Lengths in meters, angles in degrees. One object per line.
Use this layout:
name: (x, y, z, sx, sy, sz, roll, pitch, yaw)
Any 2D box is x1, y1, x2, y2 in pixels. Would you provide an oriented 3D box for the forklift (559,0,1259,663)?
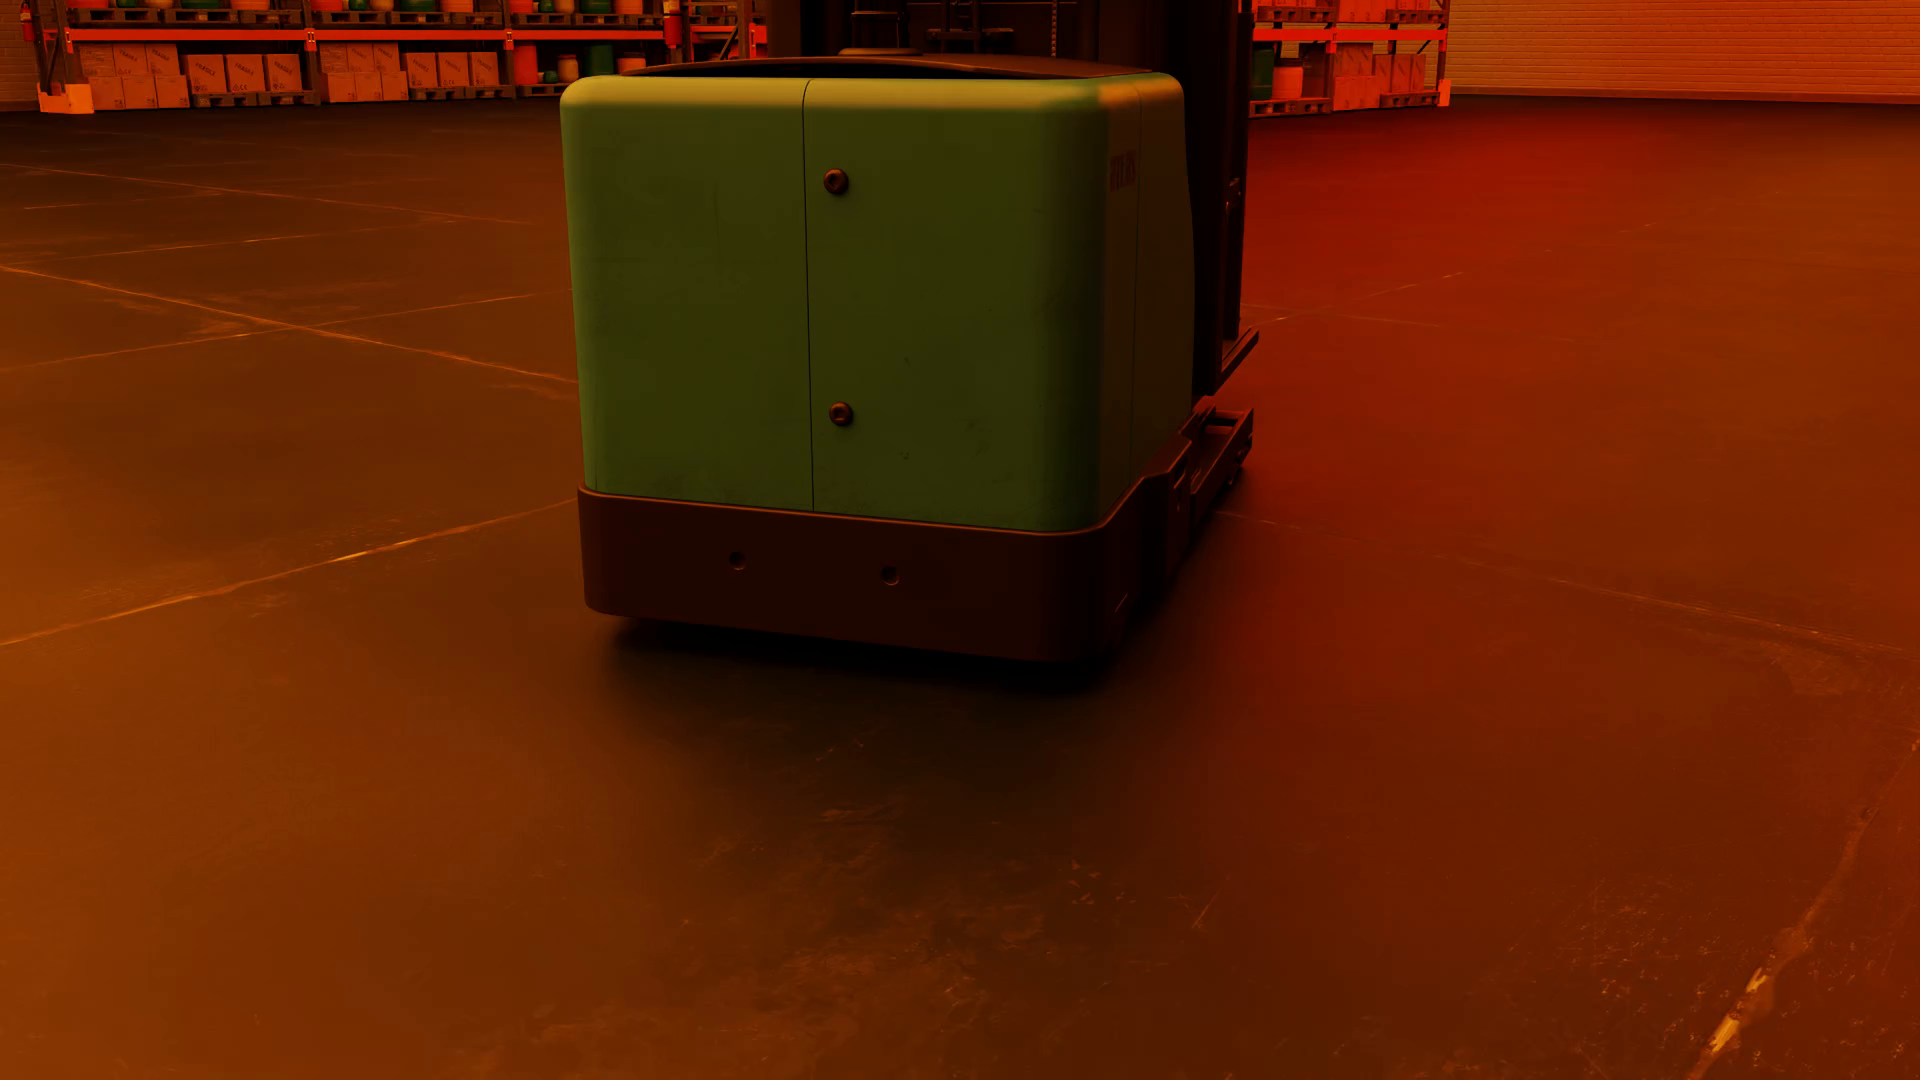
forklift: (0.182, -1.571, 4.072, 1.130, 2.935, 3.031, 5, 18, 17)
